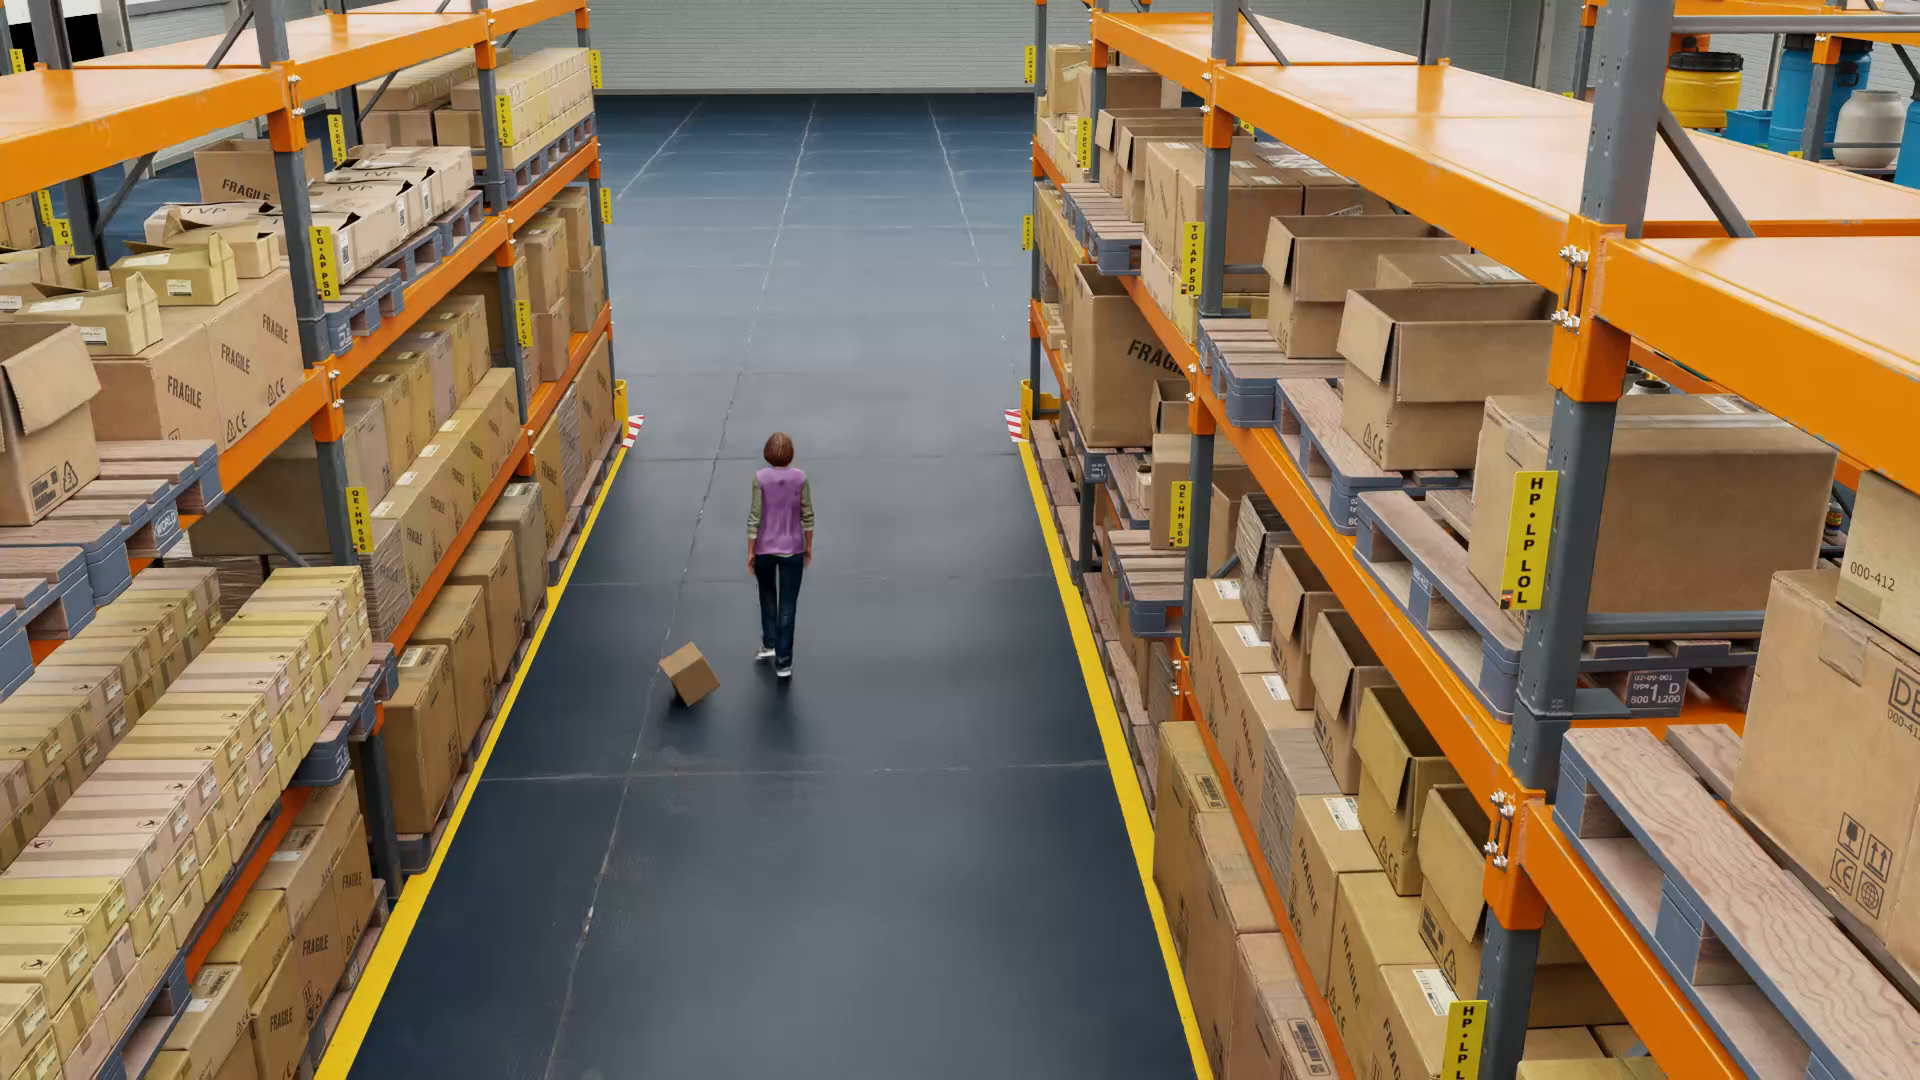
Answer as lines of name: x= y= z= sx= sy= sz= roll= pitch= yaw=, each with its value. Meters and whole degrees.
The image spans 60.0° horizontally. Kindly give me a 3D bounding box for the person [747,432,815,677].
person: x=-1.162 y=0.110 z=10.831 sx=0.442 sy=1.623 sz=0.585 roll=-1 pitch=21 yaw=-4
